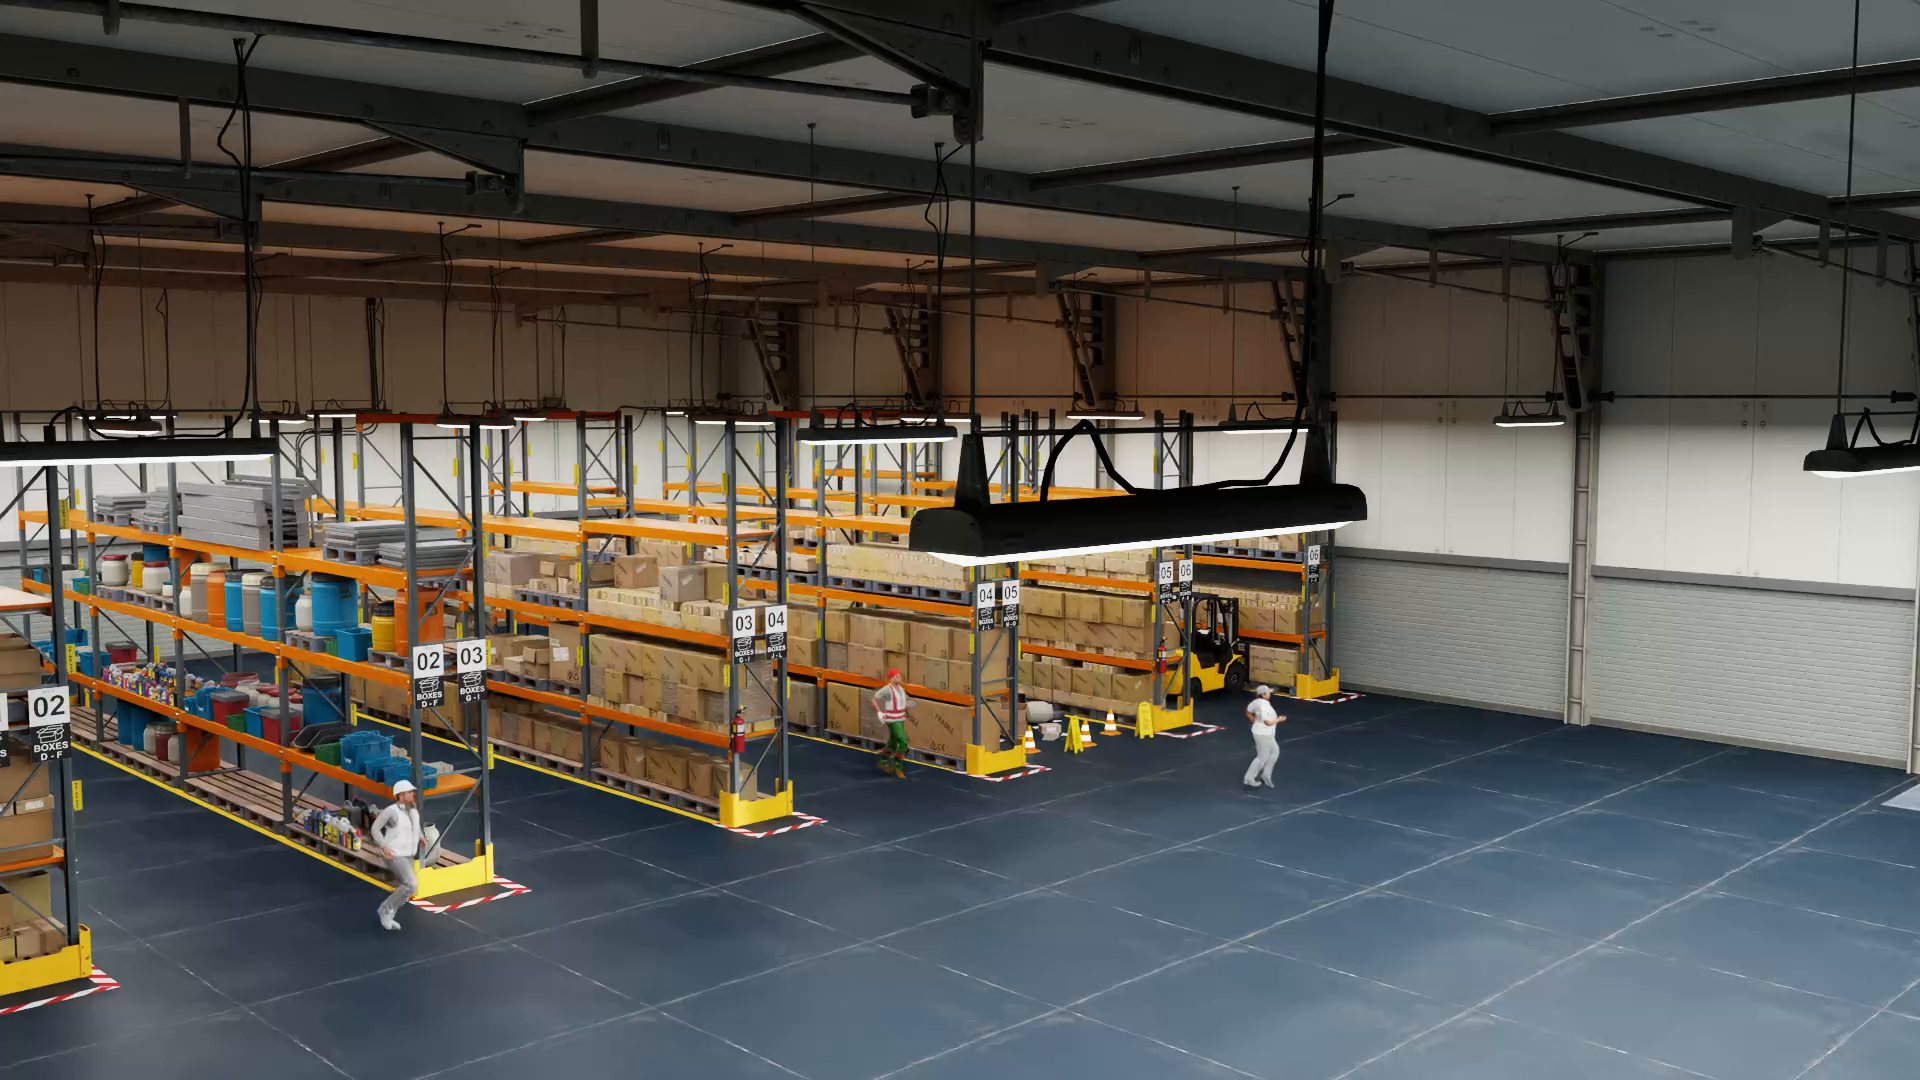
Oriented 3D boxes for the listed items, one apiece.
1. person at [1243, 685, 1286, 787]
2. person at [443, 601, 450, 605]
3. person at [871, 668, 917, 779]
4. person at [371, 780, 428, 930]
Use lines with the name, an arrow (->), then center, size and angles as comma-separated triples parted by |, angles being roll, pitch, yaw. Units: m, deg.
person -> 4.908, 3.186, 26.814 | 0.680, 1.714, 0.582 | 0, 5, 1
person -> -11.971, 2.226, 38.314 | 0.741, 1.661, 0.682 | -1, 5, -16
person -> -1.075, 3.043, 27.621 | 0.767, 1.841, 0.645 | 3, 6, 27
person -> -6.638, 3.745, 19.852 | 0.563, 1.725, 0.696 | 1, 5, 13
